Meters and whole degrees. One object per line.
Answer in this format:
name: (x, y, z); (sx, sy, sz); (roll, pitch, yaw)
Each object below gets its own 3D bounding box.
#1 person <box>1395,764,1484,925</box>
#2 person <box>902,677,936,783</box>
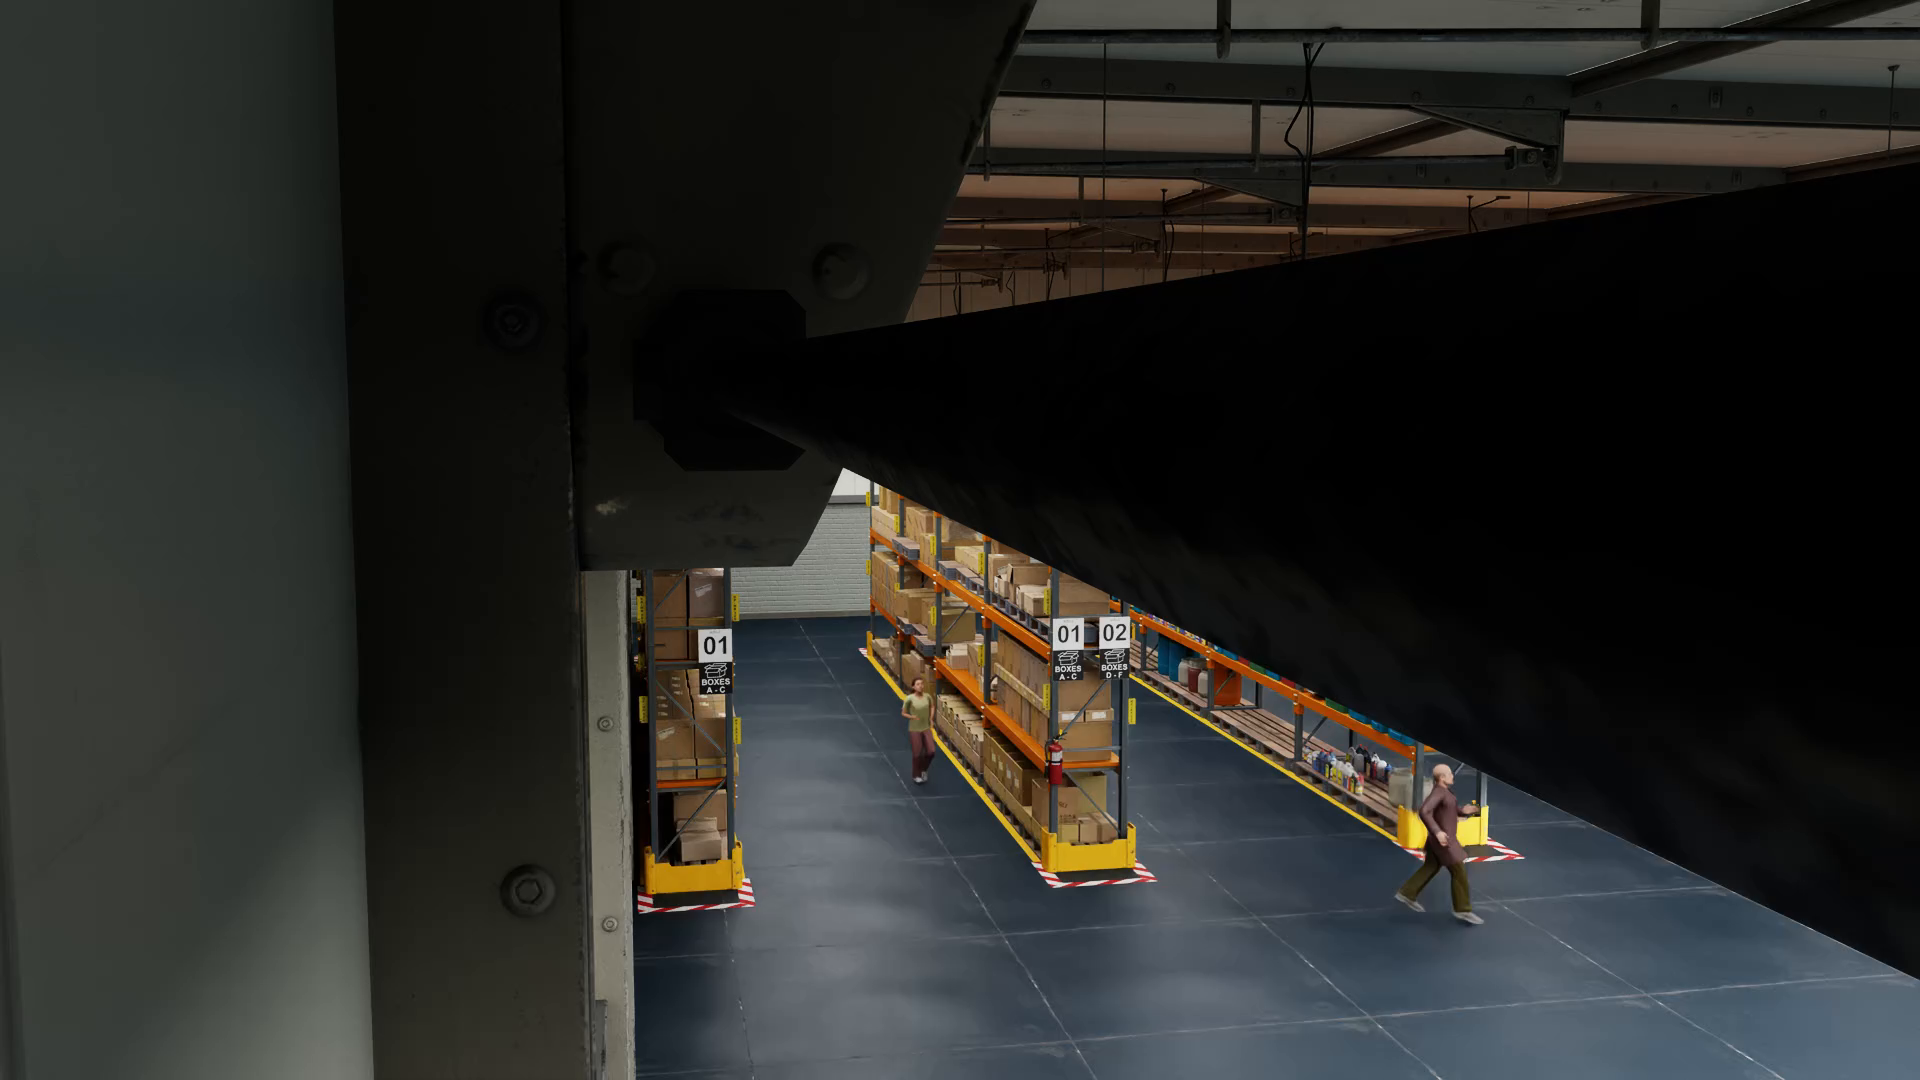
person: (5.485, 3.448, 18.959); (0.988, 1.808, 0.687); (1, 6, 9)
person: (-0.588, 2.883, 25.139); (0.568, 1.627, 0.542); (-2, 6, -18)
